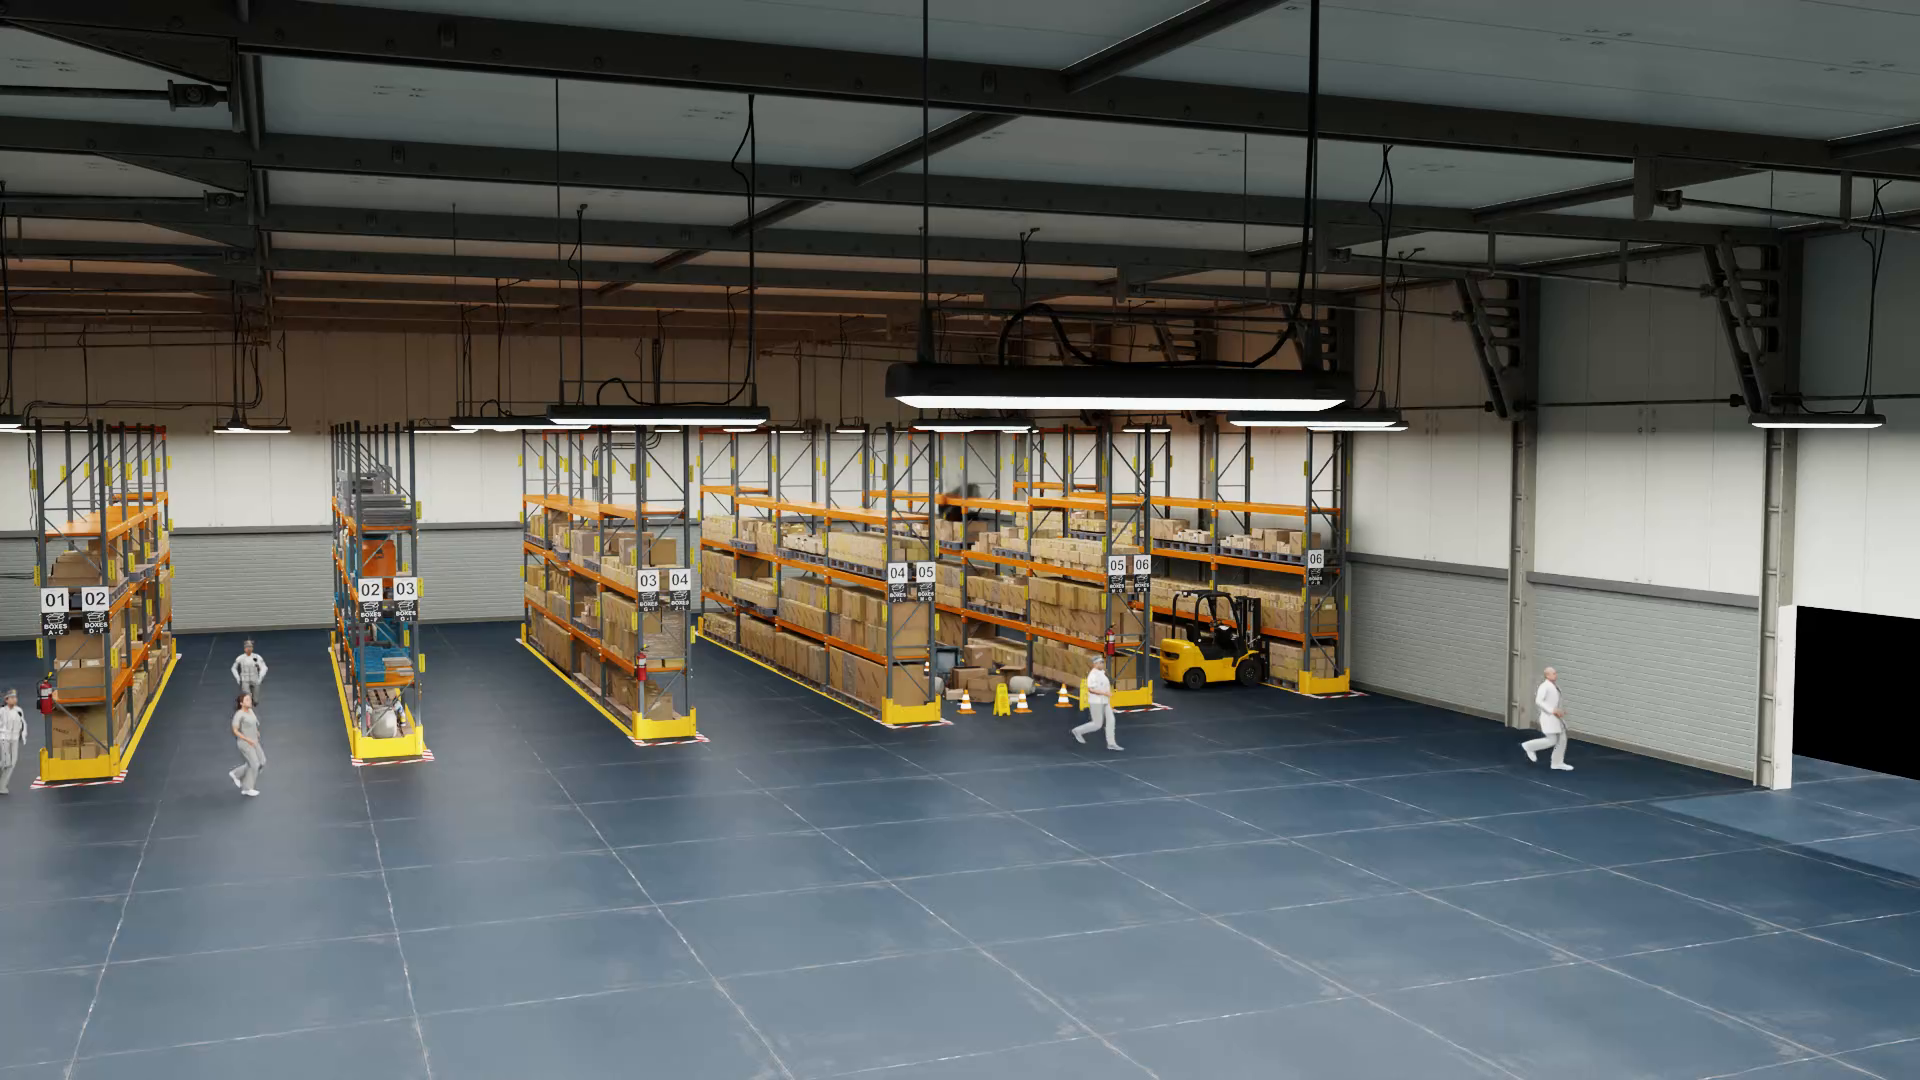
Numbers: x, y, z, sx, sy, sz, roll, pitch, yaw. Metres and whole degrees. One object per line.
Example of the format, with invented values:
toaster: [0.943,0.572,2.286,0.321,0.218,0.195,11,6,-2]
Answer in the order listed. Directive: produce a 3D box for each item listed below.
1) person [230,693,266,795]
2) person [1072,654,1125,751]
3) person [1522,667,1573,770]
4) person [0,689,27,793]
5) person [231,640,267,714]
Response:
person: [-11.410,3.254,26.547,0.547,1.636,0.567,0,4,5]
person: [2.534,2.957,30.312,0.965,1.759,0.677,2,4,24]
person: [10.124,3.057,28.570,0.865,1.745,0.725,3,5,40]
person: [-15.377,3.228,26.886,0.577,1.623,0.657,2,4,30]
person: [-14.185,2.813,33.197,0.655,1.652,0.738,-2,4,-27]
